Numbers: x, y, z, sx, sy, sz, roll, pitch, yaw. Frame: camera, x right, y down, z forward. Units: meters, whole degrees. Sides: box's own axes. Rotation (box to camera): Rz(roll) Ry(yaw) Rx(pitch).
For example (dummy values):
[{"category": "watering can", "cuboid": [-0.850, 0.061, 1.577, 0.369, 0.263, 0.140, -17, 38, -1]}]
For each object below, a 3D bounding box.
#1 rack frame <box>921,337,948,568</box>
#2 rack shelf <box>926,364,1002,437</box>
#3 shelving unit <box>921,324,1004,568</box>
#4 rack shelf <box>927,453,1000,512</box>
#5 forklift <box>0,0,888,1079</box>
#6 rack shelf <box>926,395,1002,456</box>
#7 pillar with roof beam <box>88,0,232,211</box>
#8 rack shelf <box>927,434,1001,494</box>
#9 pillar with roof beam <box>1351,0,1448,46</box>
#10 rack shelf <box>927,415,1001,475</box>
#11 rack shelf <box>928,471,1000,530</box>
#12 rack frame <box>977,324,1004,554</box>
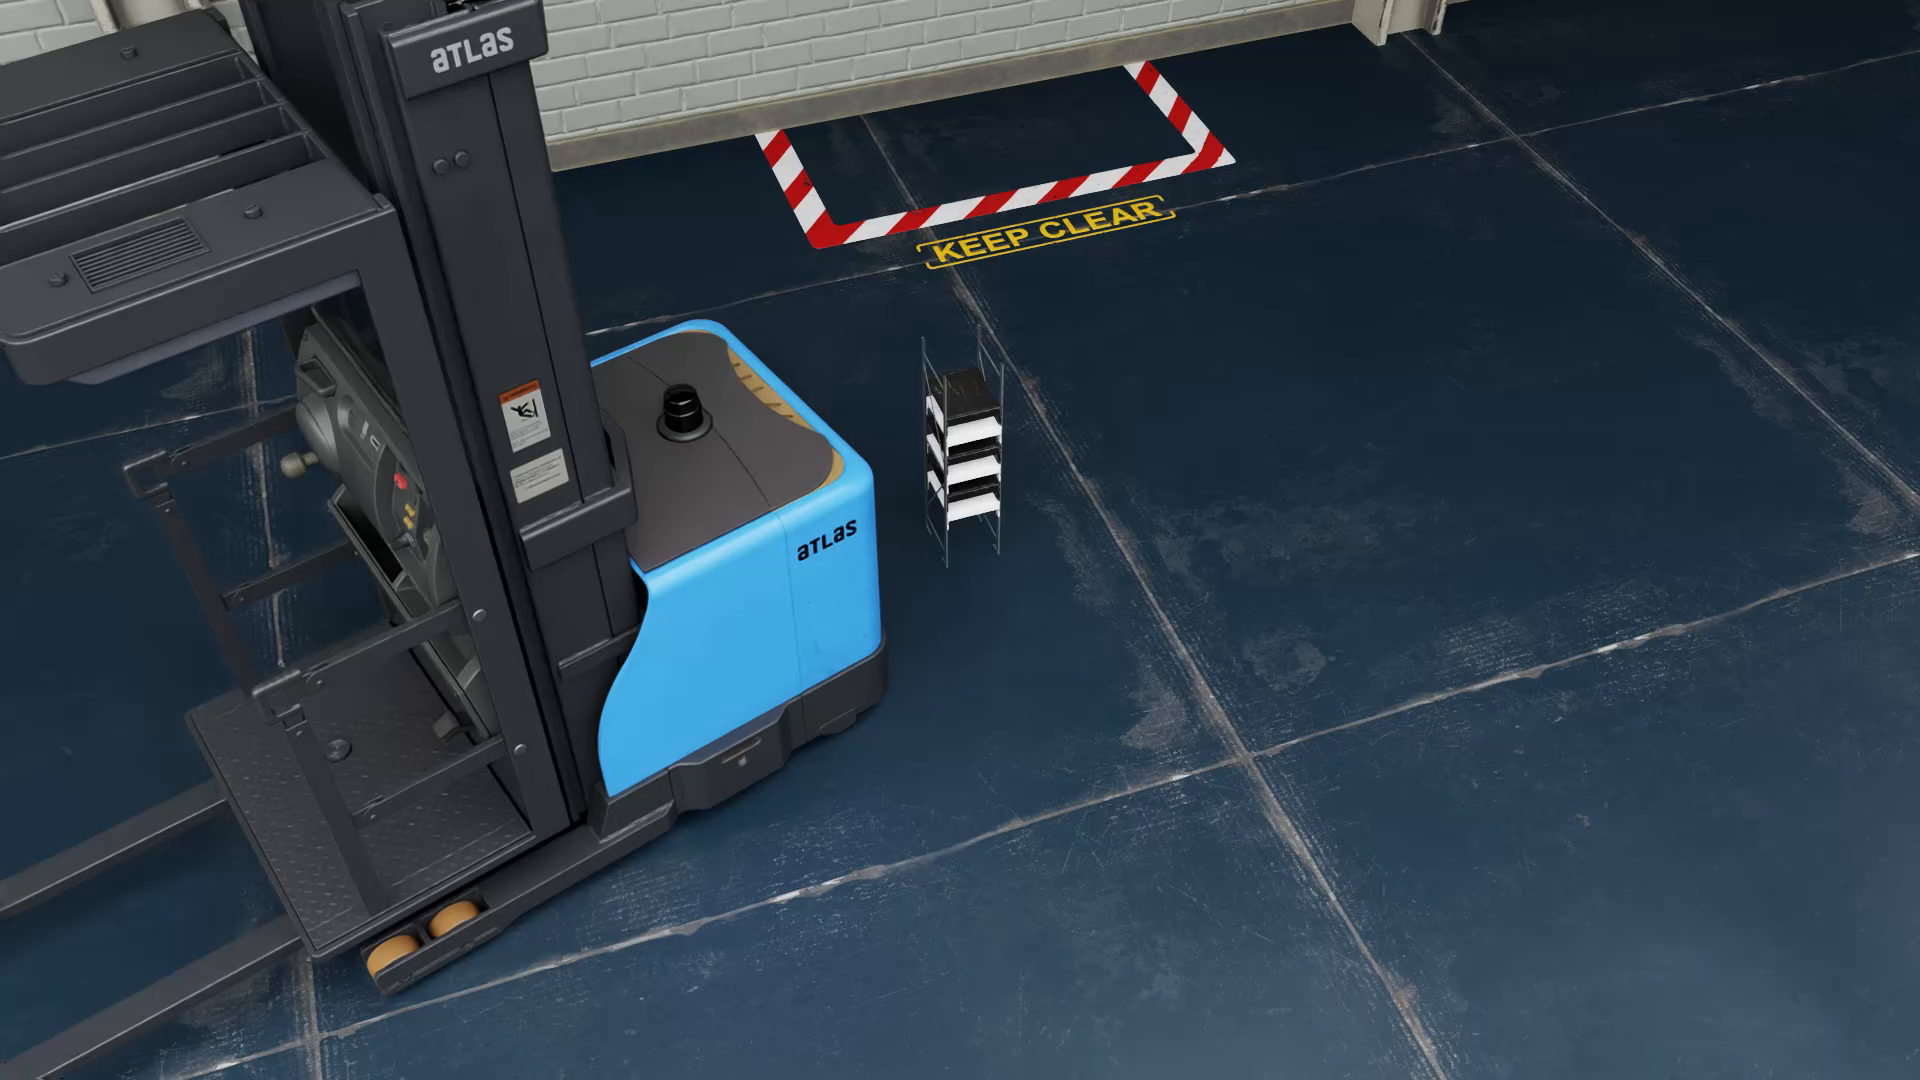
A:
[{"category": "rack frame", "cuboid": [-0.088, -0.295, 5.909, 0.006, 0.900, 0.240, -14, 47, -14]}, {"category": "rack shelf", "cuboid": [0.008, -0.487, 5.766, 0.200, 0.077, 0.258, -14, 47, -14]}, {"category": "shelving unit", "cuboid": [0.008, -0.320, 5.933, 0.210, 0.900, 0.258, -14, 47, -14]}, {"category": "rack shelf", "cuboid": [0.008, -0.233, 6.021, 0.200, 0.077, 0.258, -14, 47, -14]}, {"category": "forklift", "cuboid": [-1.729, -0.133, 4.313, 3.031, 2.935, 1.130, -28, 51, -25]}, {"category": "rack shelf", "cuboid": [0.008, -0.423, 5.829, 0.200, 0.077, 0.258, -14, 47, -14]}, {"category": "pillar with roof beam", "cuboid": [-1.822, -1.655, 1.546, 0.400, 9.000, 9.100, -14, 47, -14]}, {"category": "rack shelf", "cuboid": [0.008, -0.296, 5.957, 0.200, 0.077, 0.258, -14, 47, -14]}, {"category": "pillar with roof beam", "cuboid": [3.821, -3.098, 2.984, 0.400, 9.000, 9.100, -14, 47, -14]}, {"category": "rack shelf", "cuboid": [0.008, -0.360, 5.893, 0.200, 0.077, 0.258, -14, 47, -14]}, {"category": "rack shelf", "cuboid": [0.008, -0.169, 6.084, 0.200, 0.077, 0.258, -14, 47, -14]}, {"category": "rack frame", "cuboid": [0.103, -0.344, 5.958, 0.006, 0.900, 0.240, -14, 47, -14]}]
